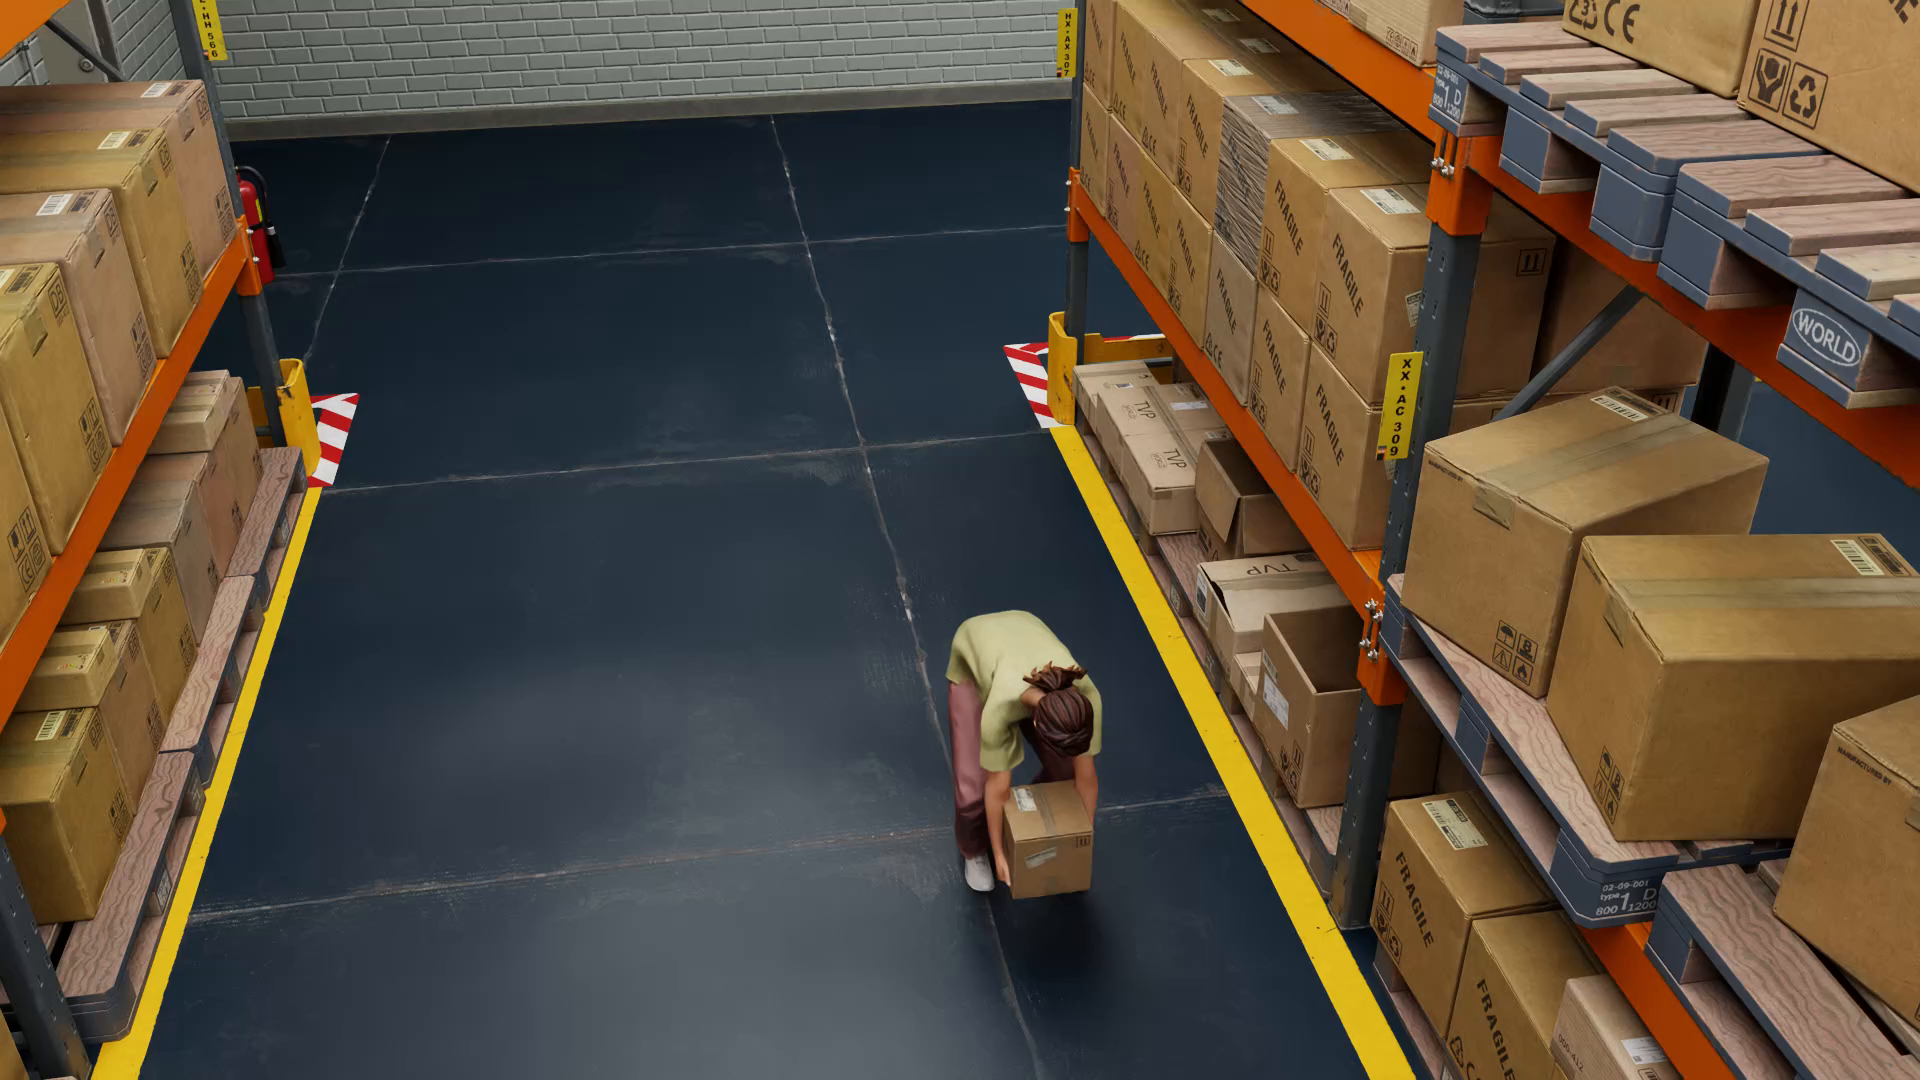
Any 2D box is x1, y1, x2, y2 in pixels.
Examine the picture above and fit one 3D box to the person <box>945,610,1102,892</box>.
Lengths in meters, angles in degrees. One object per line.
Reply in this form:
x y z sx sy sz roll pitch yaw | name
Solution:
0.219 0.754 5.427 0.453 1.105 0.860 -8 32 -14 | person
